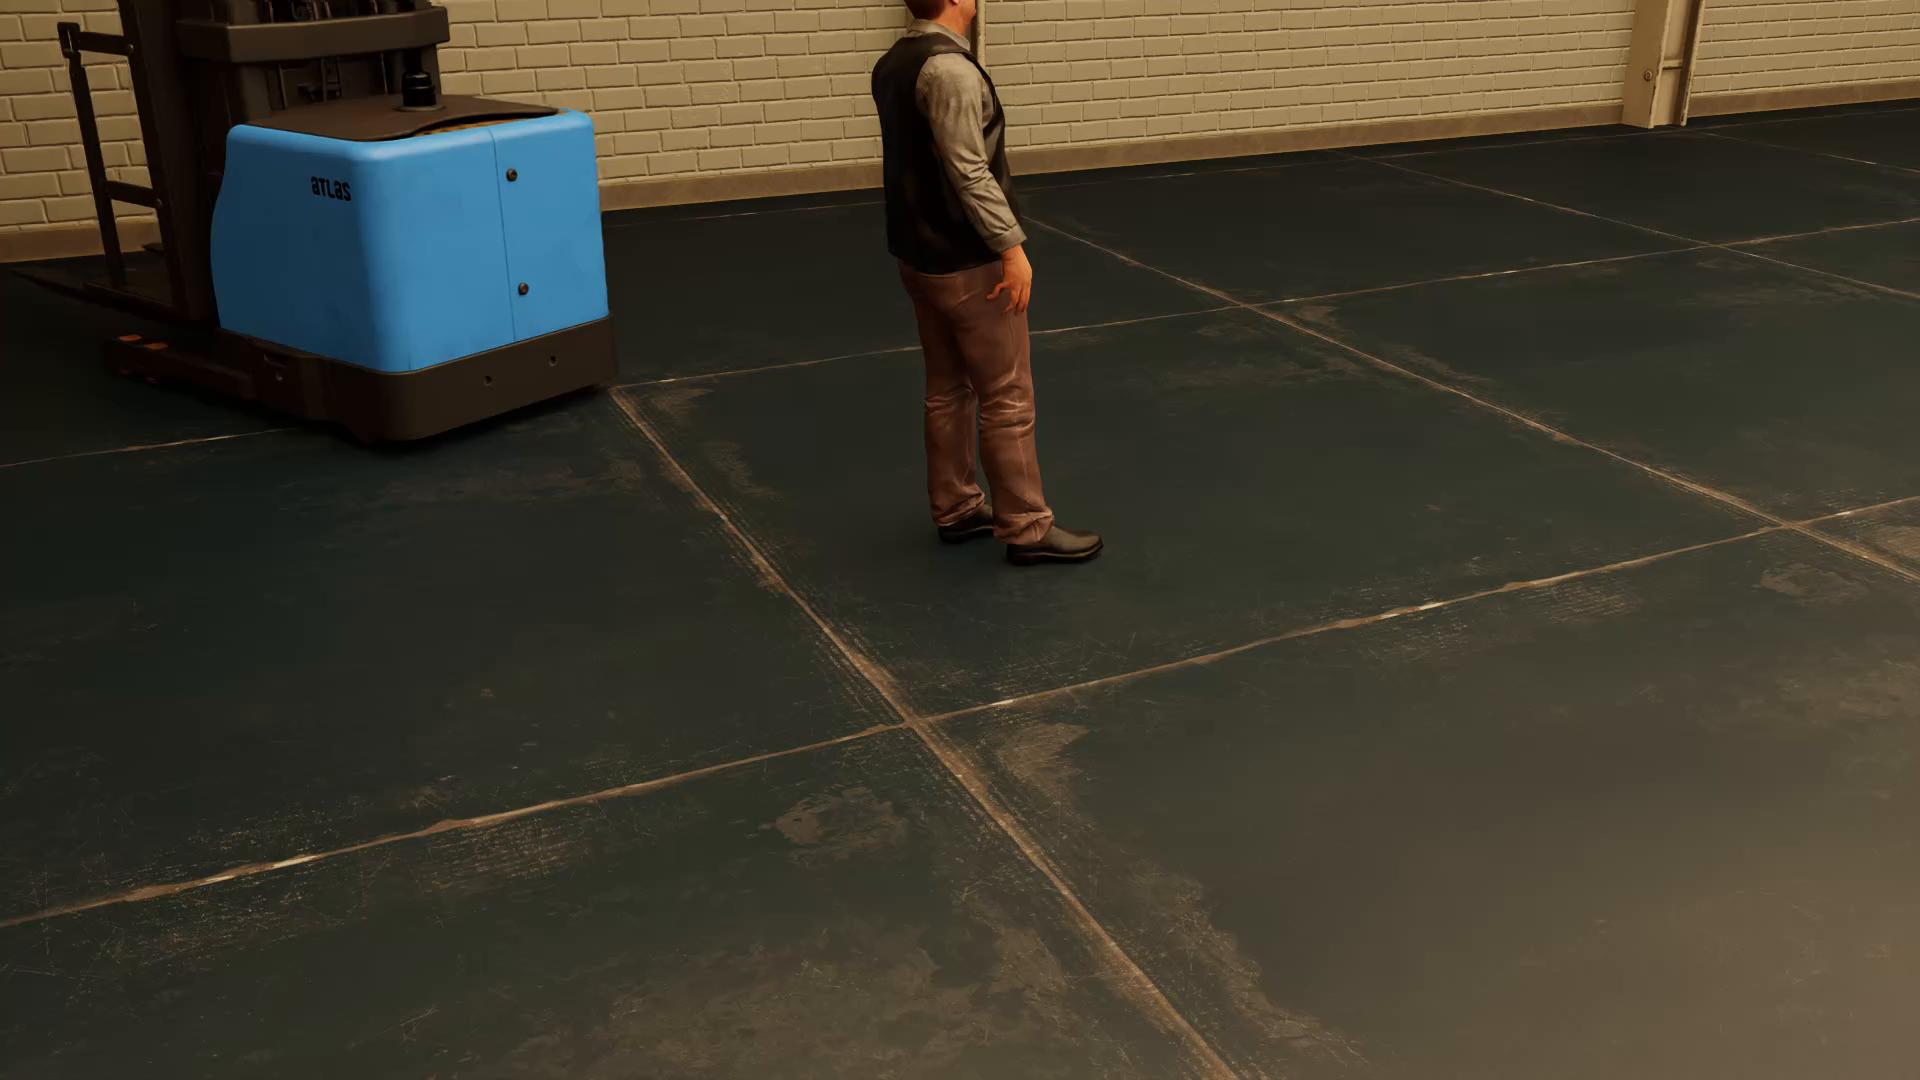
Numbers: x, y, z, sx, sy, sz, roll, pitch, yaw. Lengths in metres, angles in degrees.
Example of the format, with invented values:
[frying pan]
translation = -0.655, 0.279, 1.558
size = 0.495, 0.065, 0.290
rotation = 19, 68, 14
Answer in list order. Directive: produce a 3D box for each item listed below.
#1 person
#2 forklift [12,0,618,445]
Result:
[person]
translation = 0.059, -0.809, 4.791
size = 0.568, 1.720, 0.632
rotation = -10, 25, -23
[forklift]
translation = -2.821, -2.118, 6.384
size = 3.031, 2.935, 1.130
rotation = 16, 27, 33
